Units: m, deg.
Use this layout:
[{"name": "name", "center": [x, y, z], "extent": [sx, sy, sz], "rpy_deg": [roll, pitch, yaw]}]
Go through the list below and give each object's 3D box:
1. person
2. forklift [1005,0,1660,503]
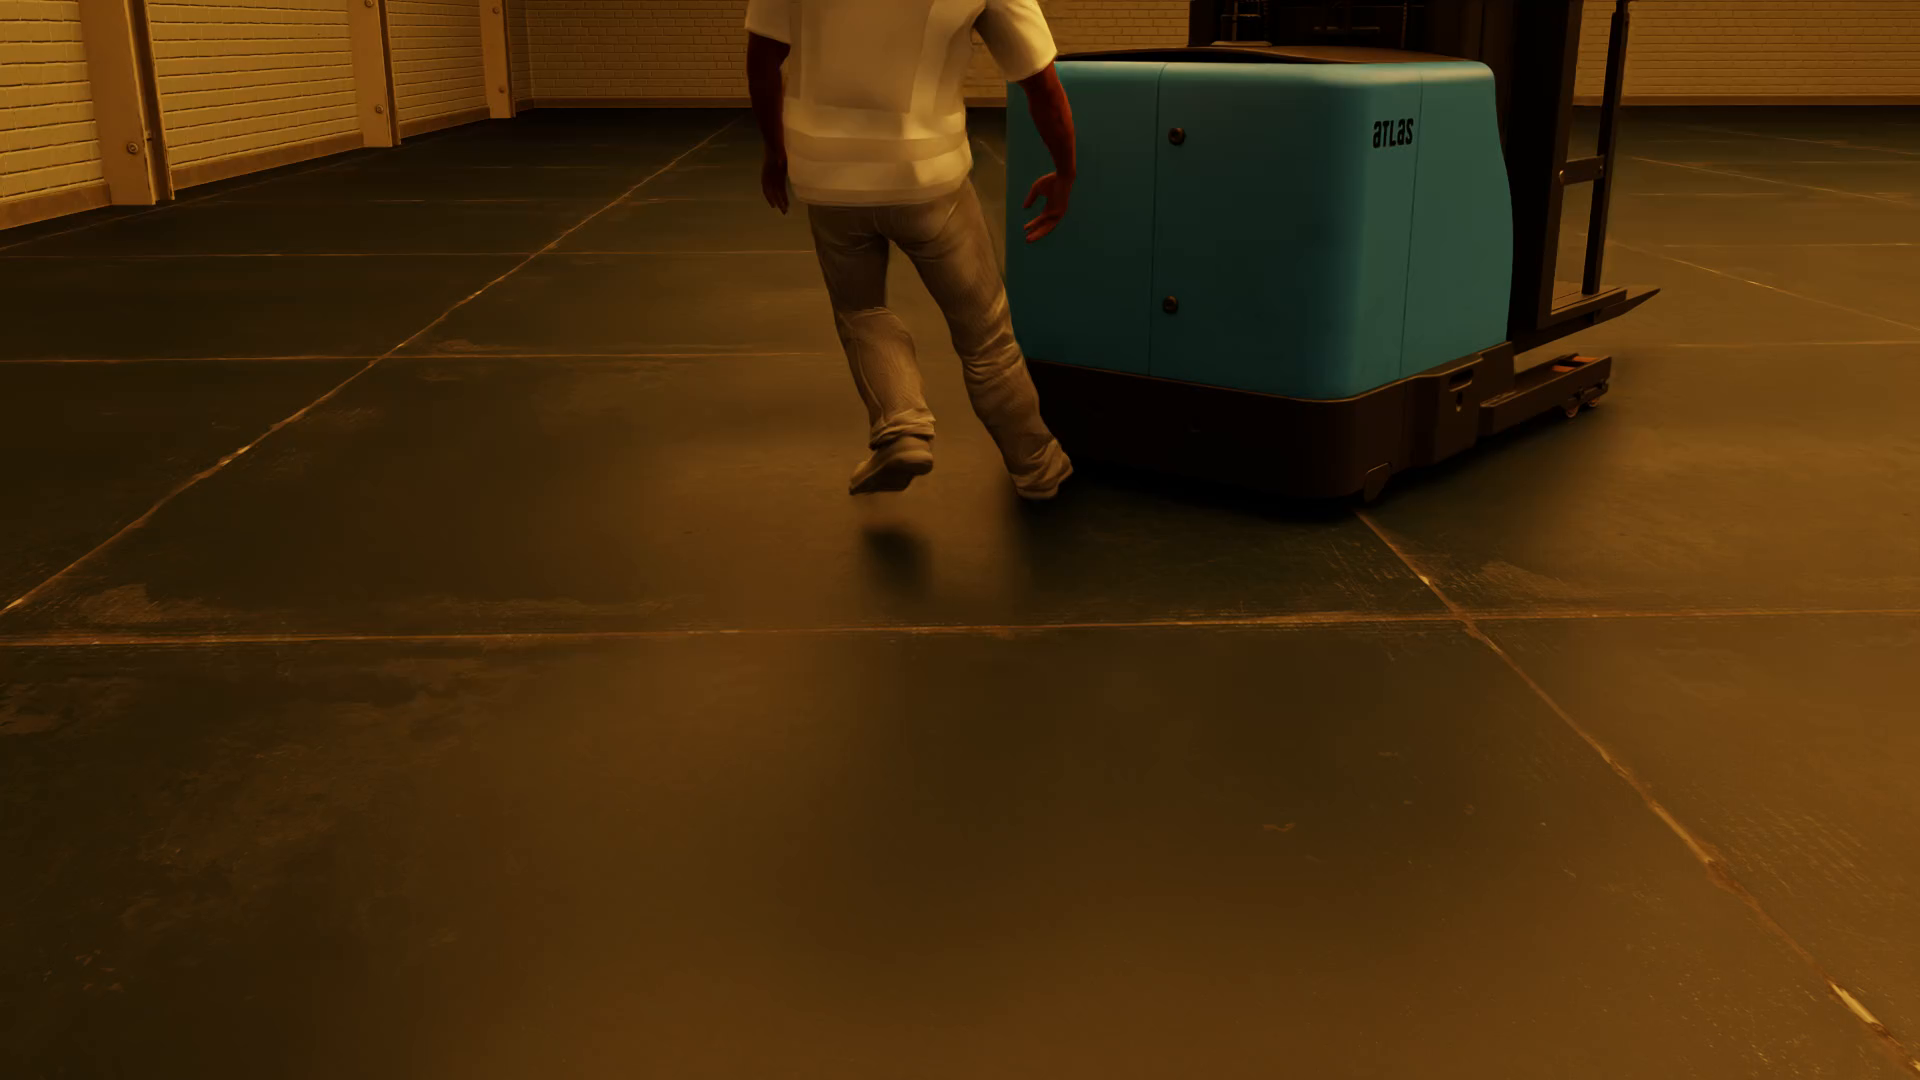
[{"name": "person", "center": [-0.094, -0.894, 3.975], "extent": [0.752, 1.692, 0.733], "rpy_deg": [3, 17, 10]}, {"name": "forklift", "center": [1.424, -1.859, 4.984], "extent": [1.130, 2.935, 3.031], "rpy_deg": [13, 21, 37]}]
